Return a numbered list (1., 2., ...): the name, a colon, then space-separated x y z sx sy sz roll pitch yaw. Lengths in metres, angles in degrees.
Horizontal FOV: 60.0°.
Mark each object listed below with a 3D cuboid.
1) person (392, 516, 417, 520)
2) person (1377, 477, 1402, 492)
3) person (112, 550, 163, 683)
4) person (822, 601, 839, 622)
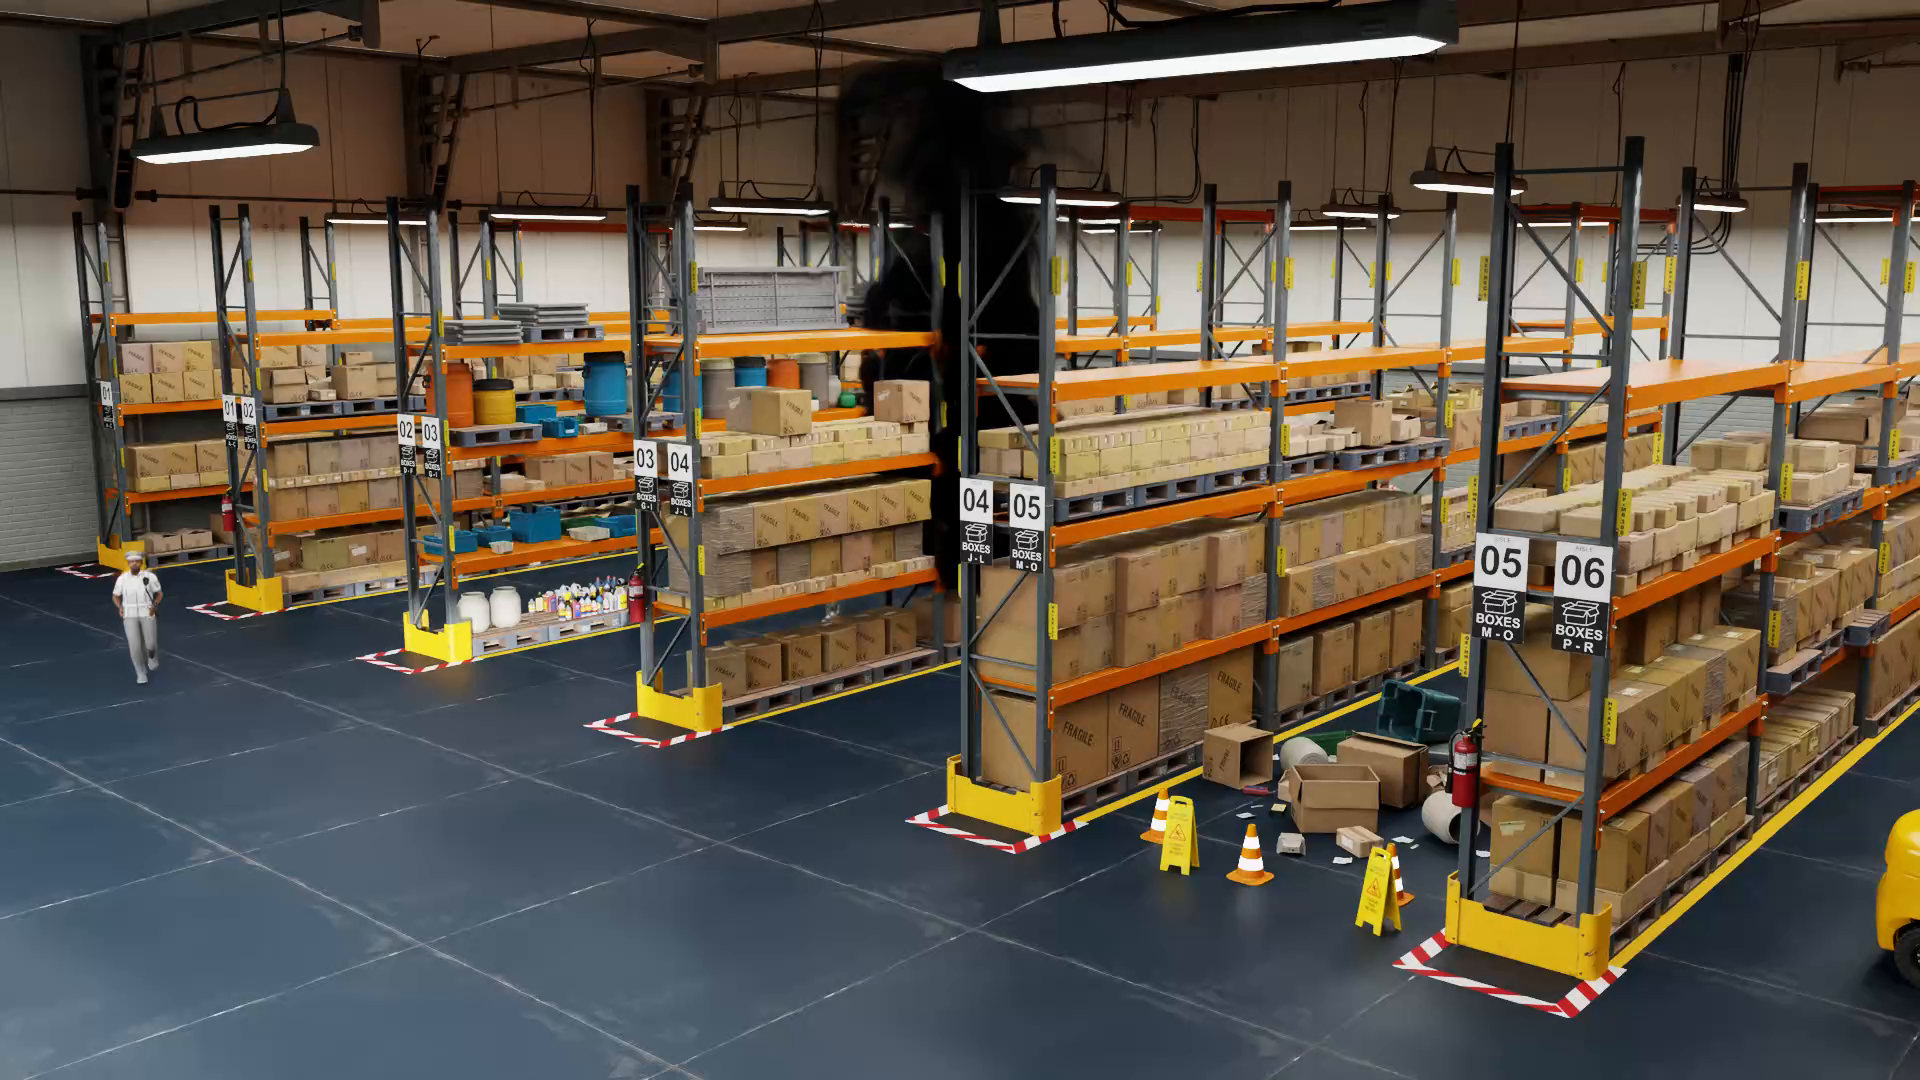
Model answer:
1. person: -9.561 -0.382 28.703 0.620 1.602 0.843 7 12 36
2. person: 7.070 -0.307 27.756 0.671 1.763 0.921 7 12 35
3. person: -10.217 0.939 20.683 0.574 1.638 0.566 -4 10 -23
4. person: -1.854 0.368 22.572 0.524 1.583 0.543 7 12 37
